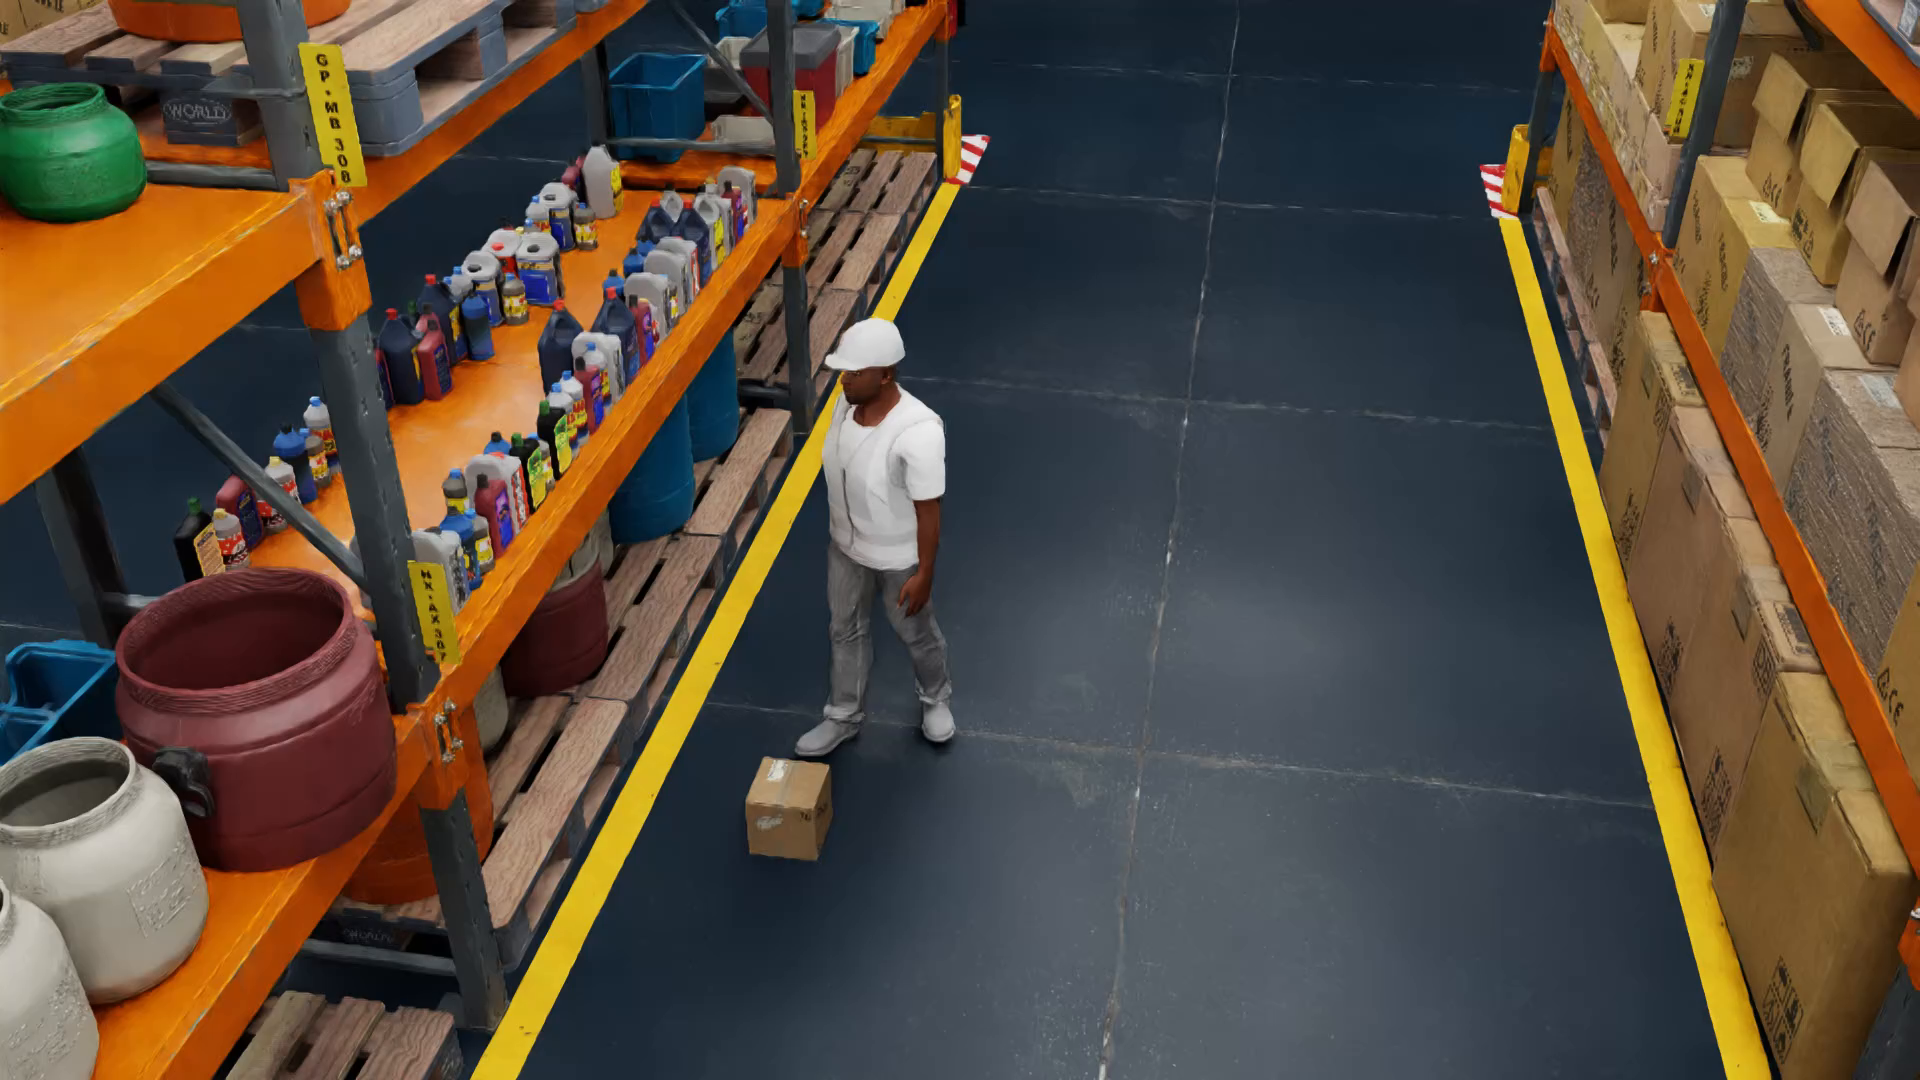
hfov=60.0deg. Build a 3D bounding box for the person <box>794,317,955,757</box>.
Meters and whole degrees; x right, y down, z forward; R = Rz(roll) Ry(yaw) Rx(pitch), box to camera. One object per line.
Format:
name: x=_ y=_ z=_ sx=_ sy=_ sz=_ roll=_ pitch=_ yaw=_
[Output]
person: x=-0.305 y=0.027 z=6.059 sx=0.578 sy=1.767 sz=0.657 roll=26 pitch=41 yaw=35
